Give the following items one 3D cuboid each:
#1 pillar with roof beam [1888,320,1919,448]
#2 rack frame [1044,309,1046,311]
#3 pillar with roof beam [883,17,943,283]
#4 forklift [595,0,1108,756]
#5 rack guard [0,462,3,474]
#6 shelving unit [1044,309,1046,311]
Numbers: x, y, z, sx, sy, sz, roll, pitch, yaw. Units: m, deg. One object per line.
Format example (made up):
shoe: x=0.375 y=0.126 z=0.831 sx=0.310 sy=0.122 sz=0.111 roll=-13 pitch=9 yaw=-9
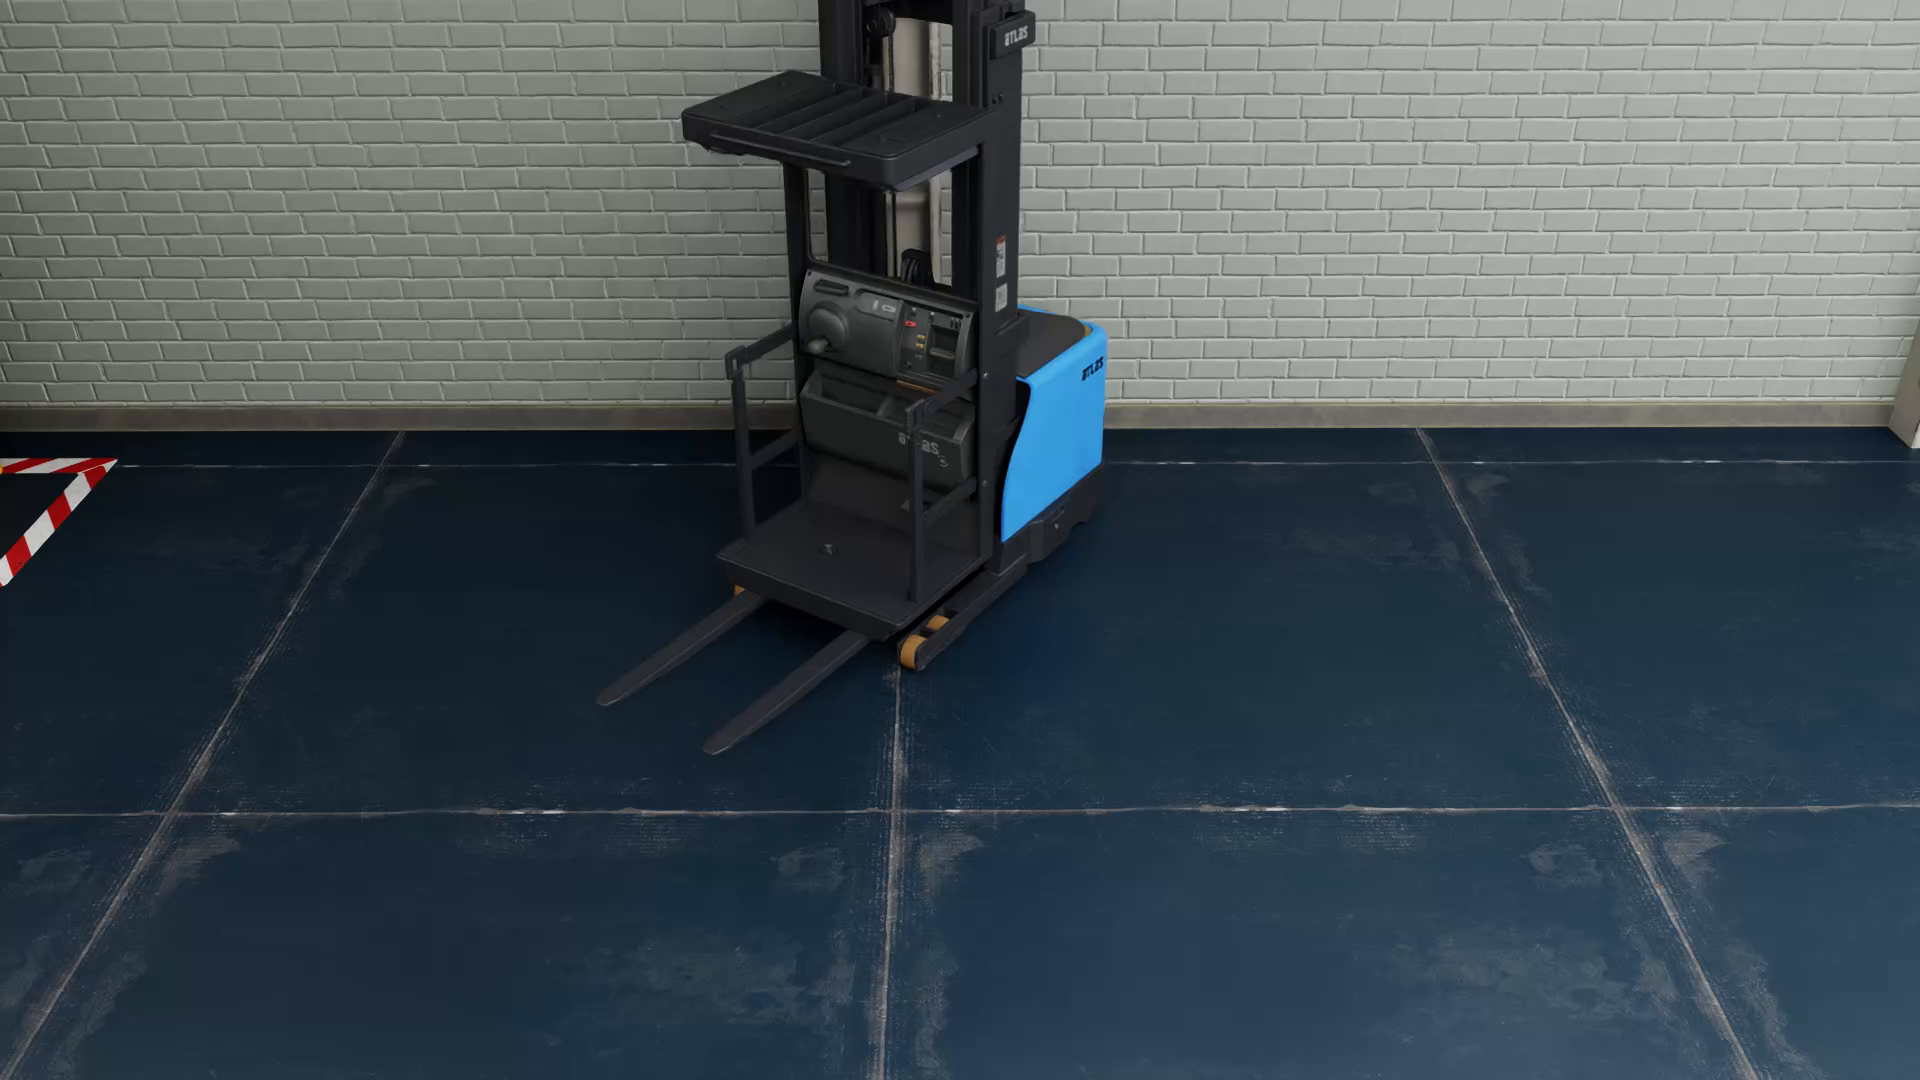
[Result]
pillar with roof beam: x=5.729 y=-2.228 z=3.746 sx=0.400 sy=9.000 sz=9.100 roll=0 pitch=31 yaw=0
rack frame: x=0.449 y=-0.821 z=9.236 sx=0.006 sy=0.900 sz=0.240 roll=5 pitch=32 yaw=8
pillar with roof beam: x=-0.271 y=-2.209 z=3.715 sx=0.400 sy=9.000 sz=9.100 roll=0 pitch=31 yaw=0
forklift: x=-0.463 y=-0.926 z=7.450 sx=1.130 sy=2.935 sz=3.031 roll=19 pitch=36 yaw=28
rack guard: x=-5.571 y=-0.324 z=8.803 sx=0.348 sy=0.500 sz=1.175 roll=0 pitch=31 yaw=0
shelving unit: x=0.348 y=-0.829 z=9.250 sx=0.210 sy=0.900 sz=0.258 roll=5 pitch=32 yaw=8
